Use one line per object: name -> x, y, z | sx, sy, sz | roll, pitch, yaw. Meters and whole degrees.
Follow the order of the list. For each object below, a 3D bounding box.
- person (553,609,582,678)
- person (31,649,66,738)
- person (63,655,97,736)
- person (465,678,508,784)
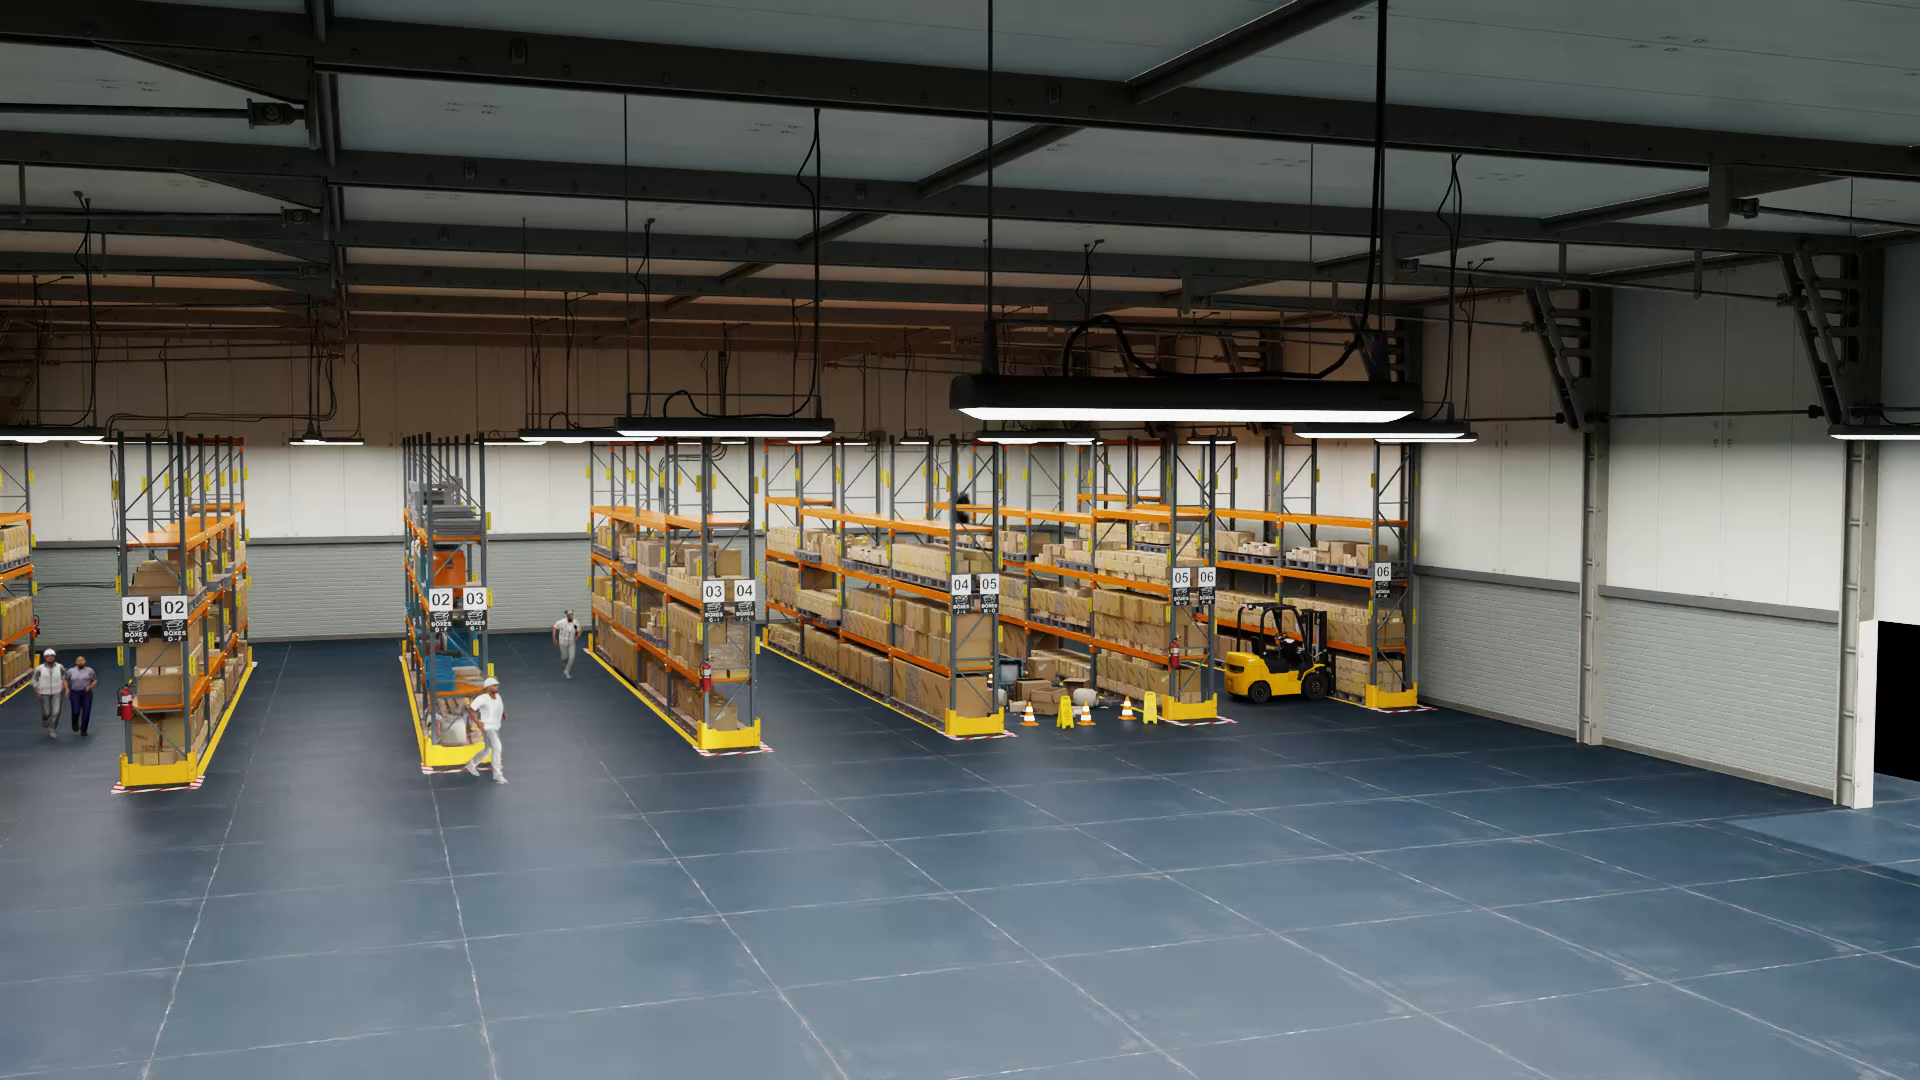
person -> -9.791, 2.579, 41.503 | 0.702, 1.739, 0.705 | -1, 3, -24
person -> -18.101, 3.039, 33.098 | 0.668, 1.744, 0.627 | -2, 4, -34
person -> -17.444, 3.100, 32.996 | 0.604, 1.594, 0.541 | -2, 4, -31
person -> -8.097, 3.252, 28.564 | 0.875, 1.794, 0.714 | 1, 3, 13
